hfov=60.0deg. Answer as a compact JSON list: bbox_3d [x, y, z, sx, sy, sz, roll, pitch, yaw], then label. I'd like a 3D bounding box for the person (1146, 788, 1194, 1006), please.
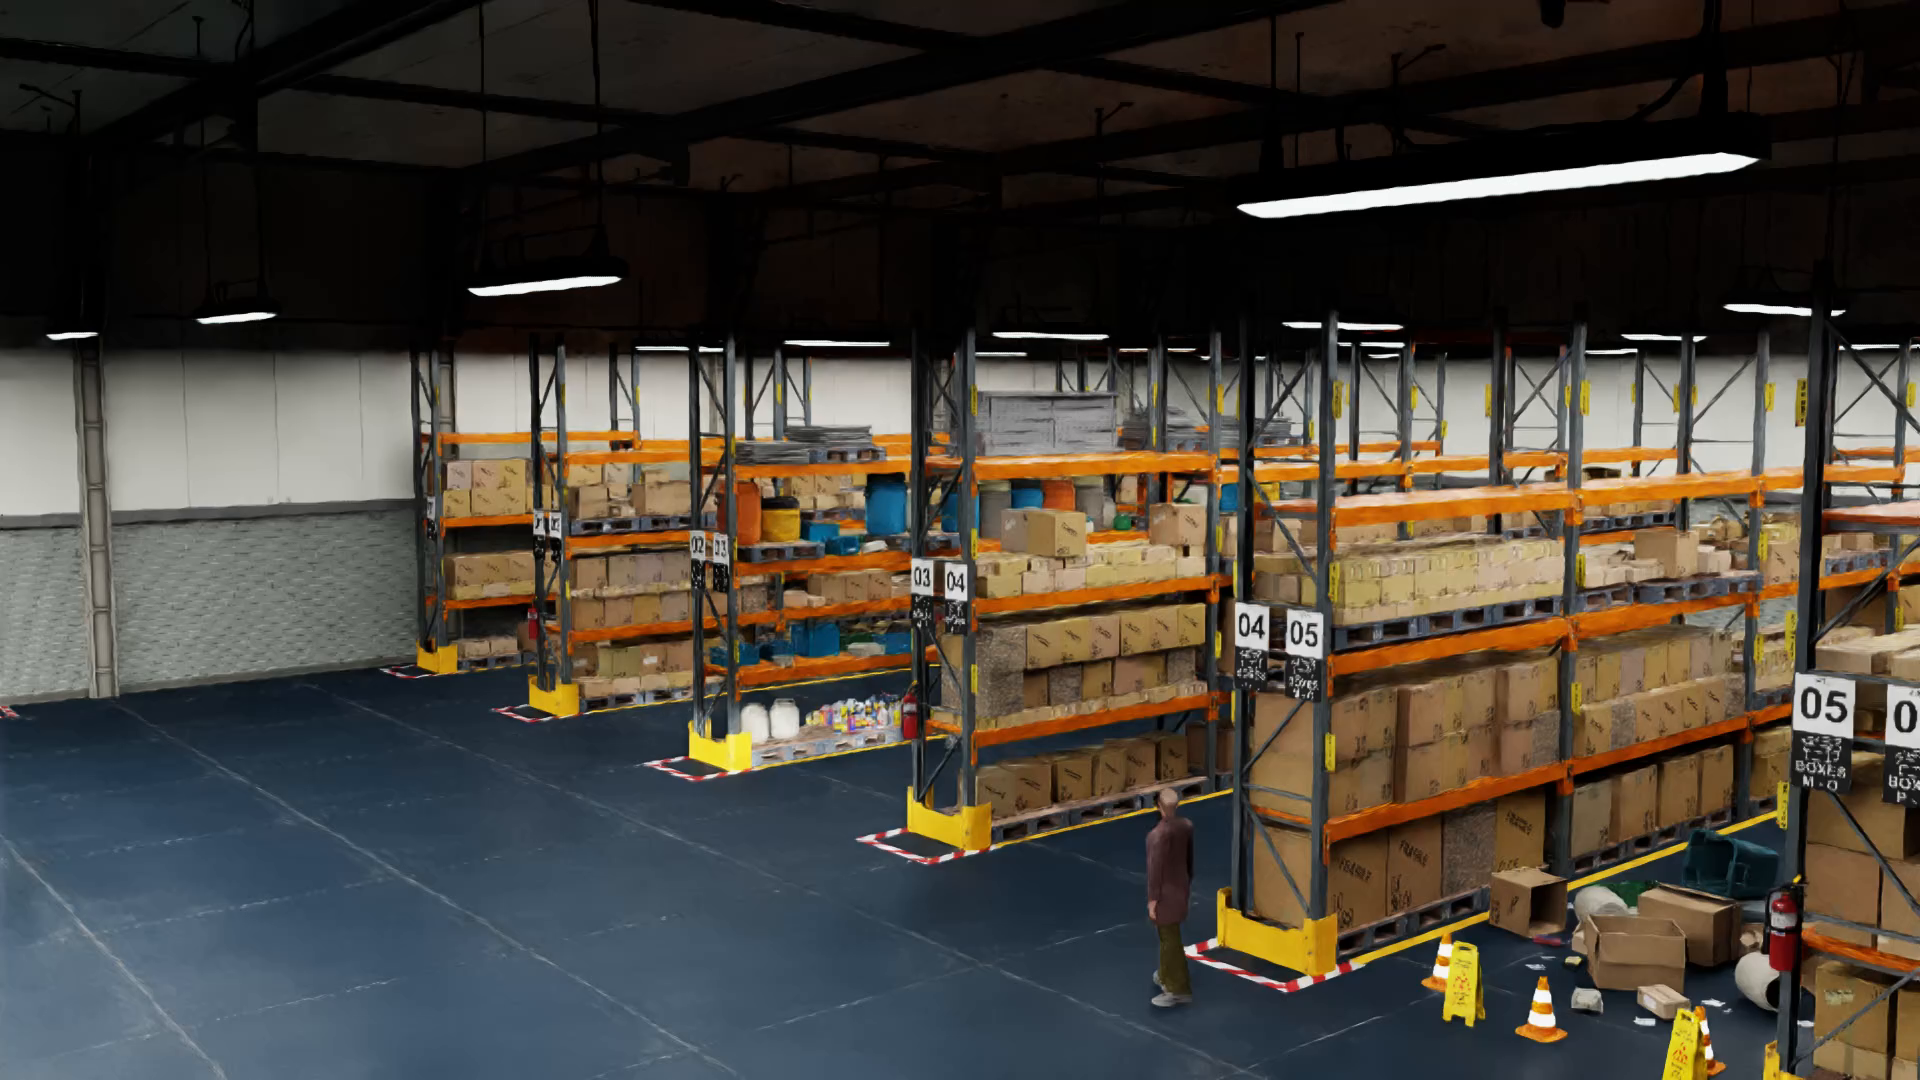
[{"bbox_3d":[1.760,2.979,14.037,0.570,1.778,0.692,4,7,36],"label":"person"}]

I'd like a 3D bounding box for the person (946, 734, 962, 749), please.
[{"bbox_3d":[0.022,2.067,23.719,0.405,1.779,0.615,3,6,28],"label":"person"}]
